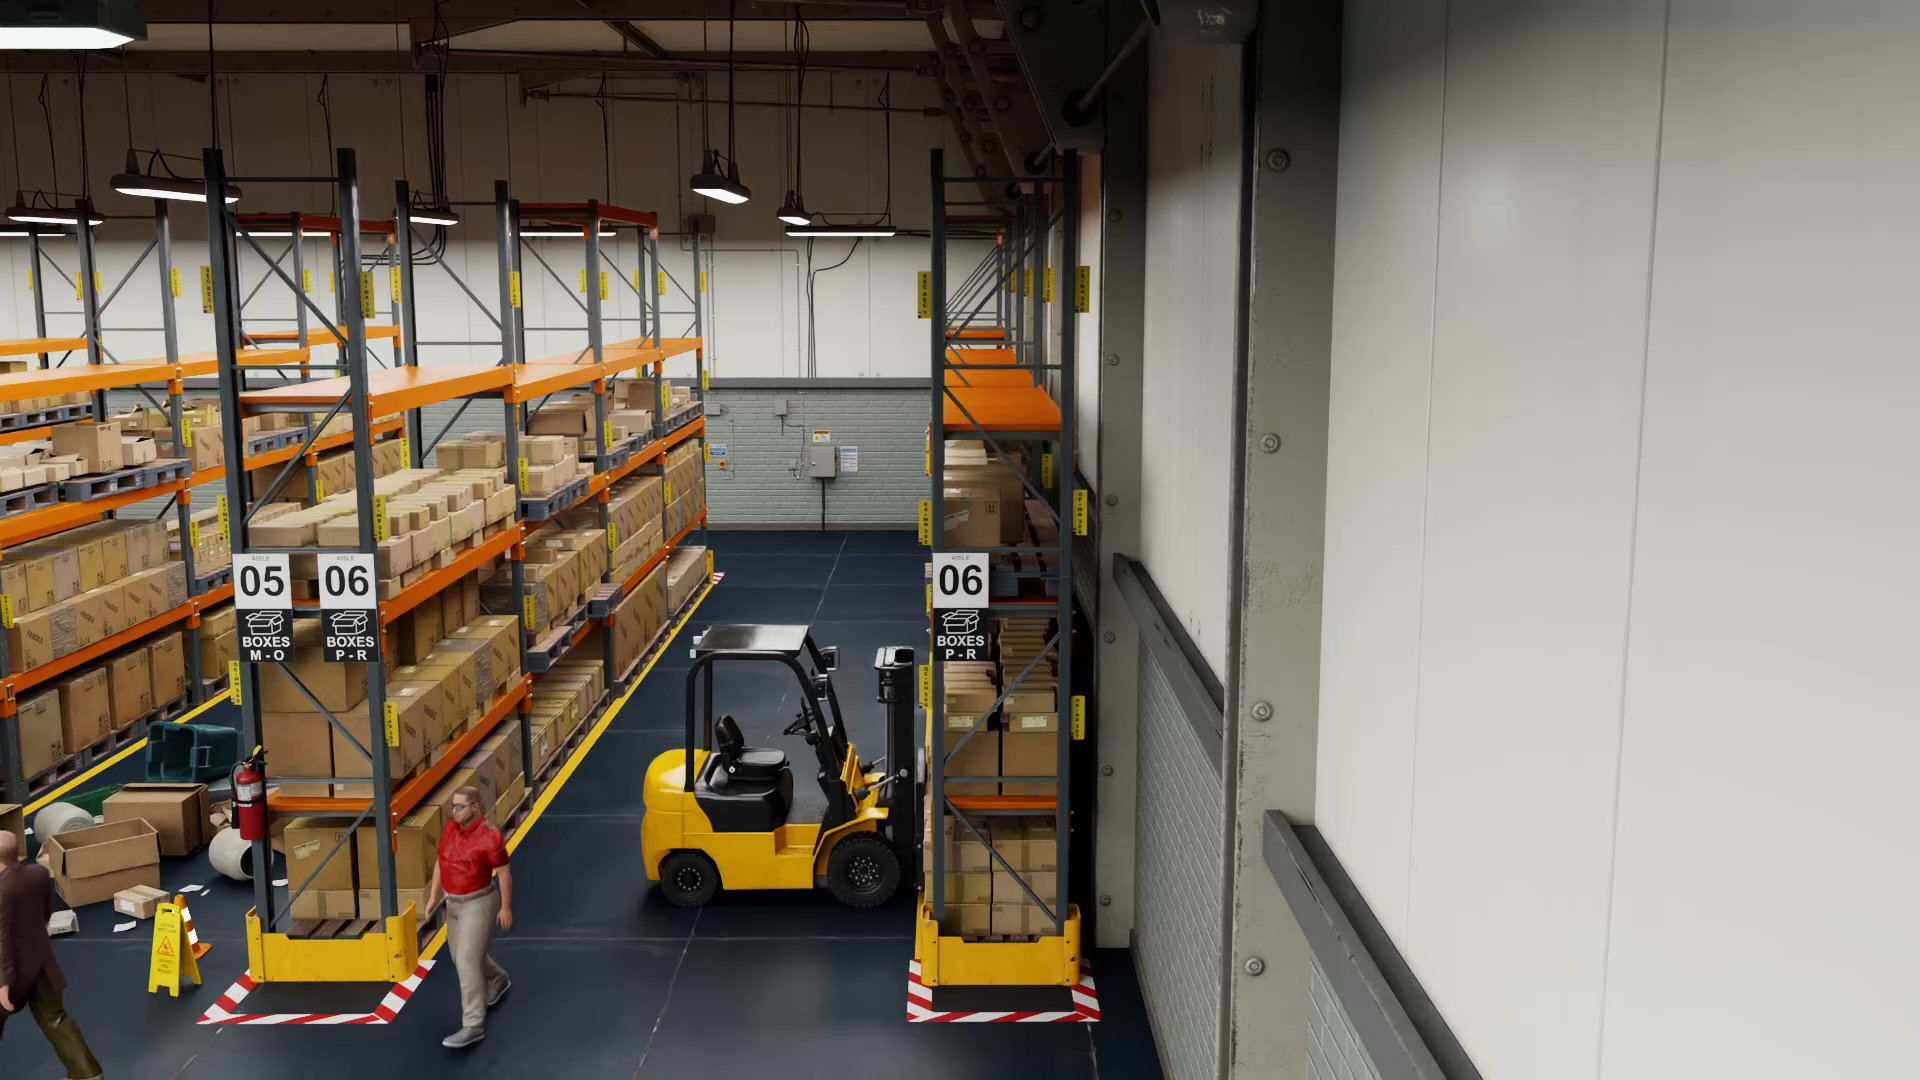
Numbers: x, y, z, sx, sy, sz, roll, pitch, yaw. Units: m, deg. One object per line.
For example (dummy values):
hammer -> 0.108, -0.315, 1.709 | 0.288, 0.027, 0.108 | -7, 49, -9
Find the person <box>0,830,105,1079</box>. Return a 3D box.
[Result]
person -> -5.929, 2.662, 10.405 | 0.980, 1.742, 0.609 | 1, 9, 9

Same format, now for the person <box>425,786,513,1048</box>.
person -> -3.372, 2.531, 11.454 | 0.657, 1.675, 0.824 | 8, 12, 40
